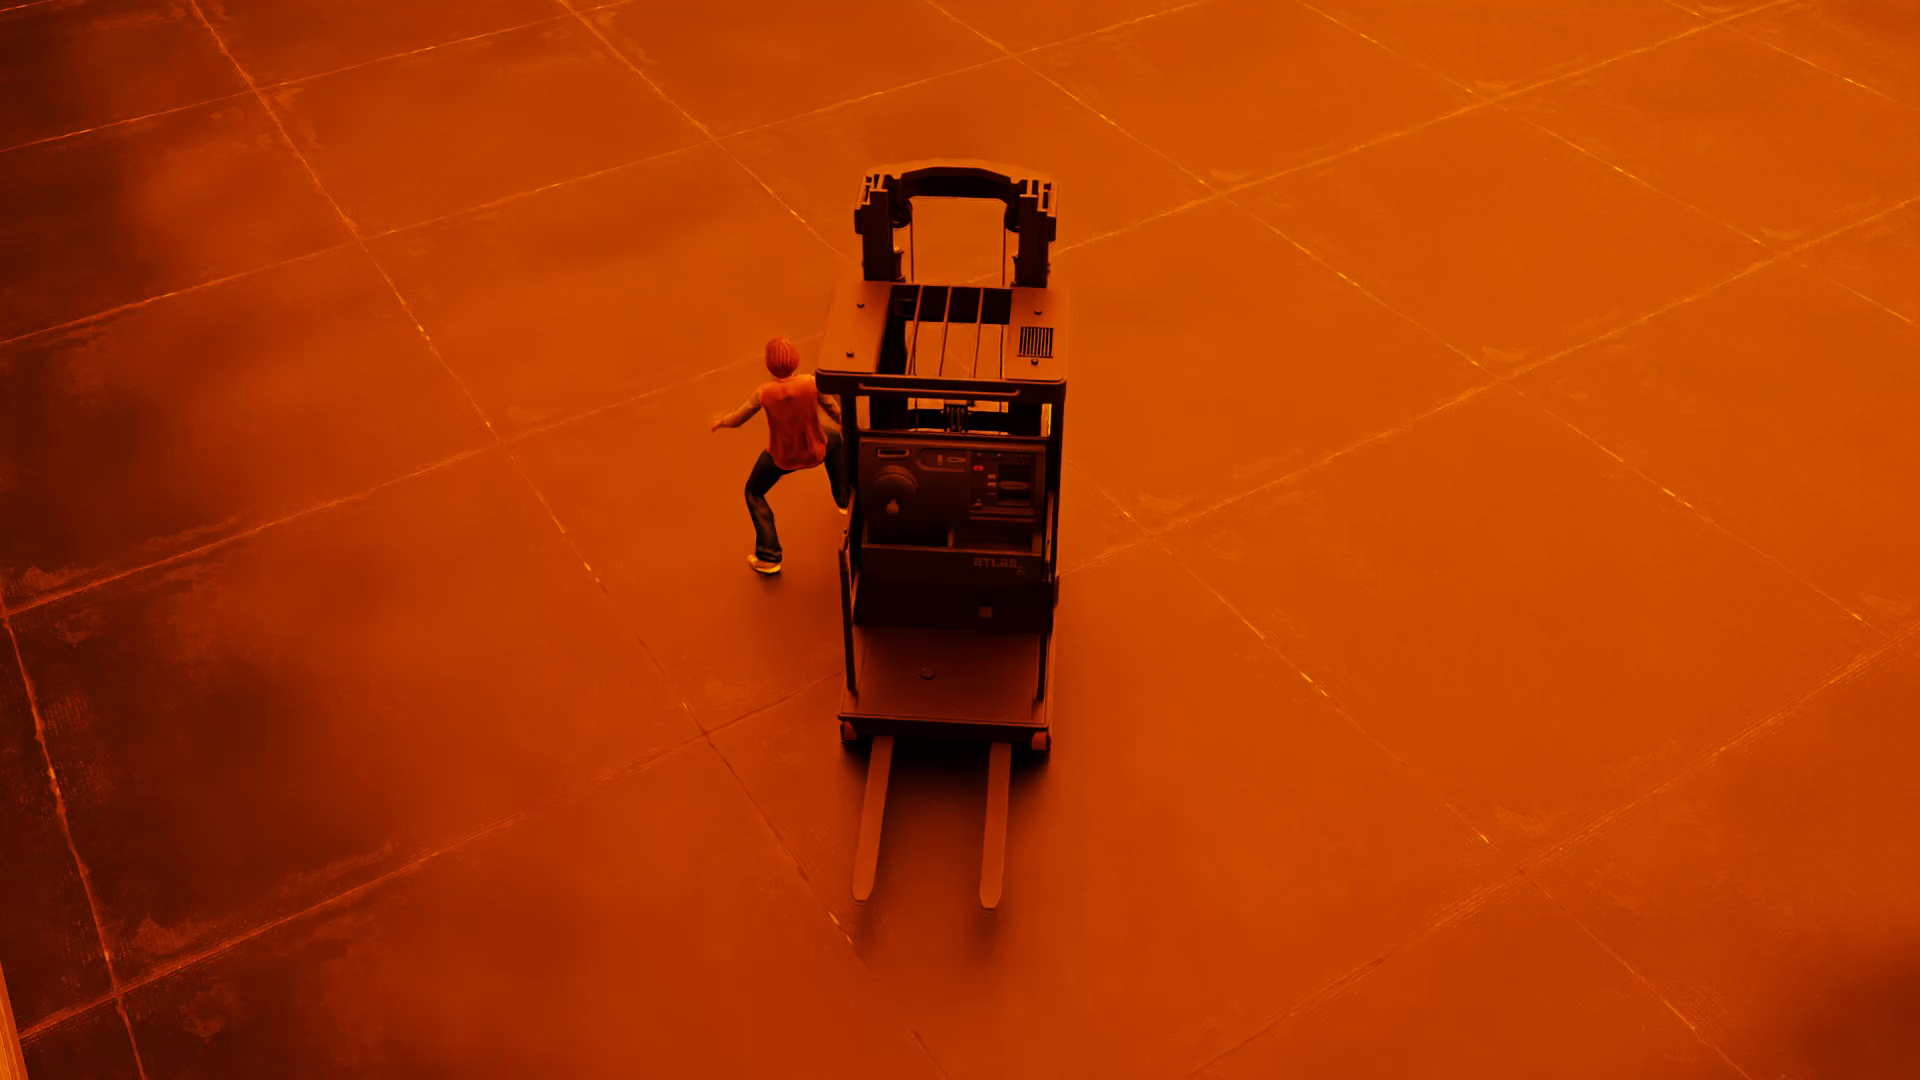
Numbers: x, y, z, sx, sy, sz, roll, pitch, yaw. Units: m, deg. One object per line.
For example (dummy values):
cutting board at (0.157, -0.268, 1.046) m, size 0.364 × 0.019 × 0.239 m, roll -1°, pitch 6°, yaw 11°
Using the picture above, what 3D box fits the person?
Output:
person at (-1.008, -0.549, 9.655) m, size 0.822 × 1.477 × 0.651 m, roll -8°, pitch 42°, yaw -10°

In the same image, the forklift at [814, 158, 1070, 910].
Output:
forklift at (-0.054, -0.218, 8.120) m, size 1.130 × 2.935 × 3.031 m, roll 3°, pitch 41°, yaw 3°
